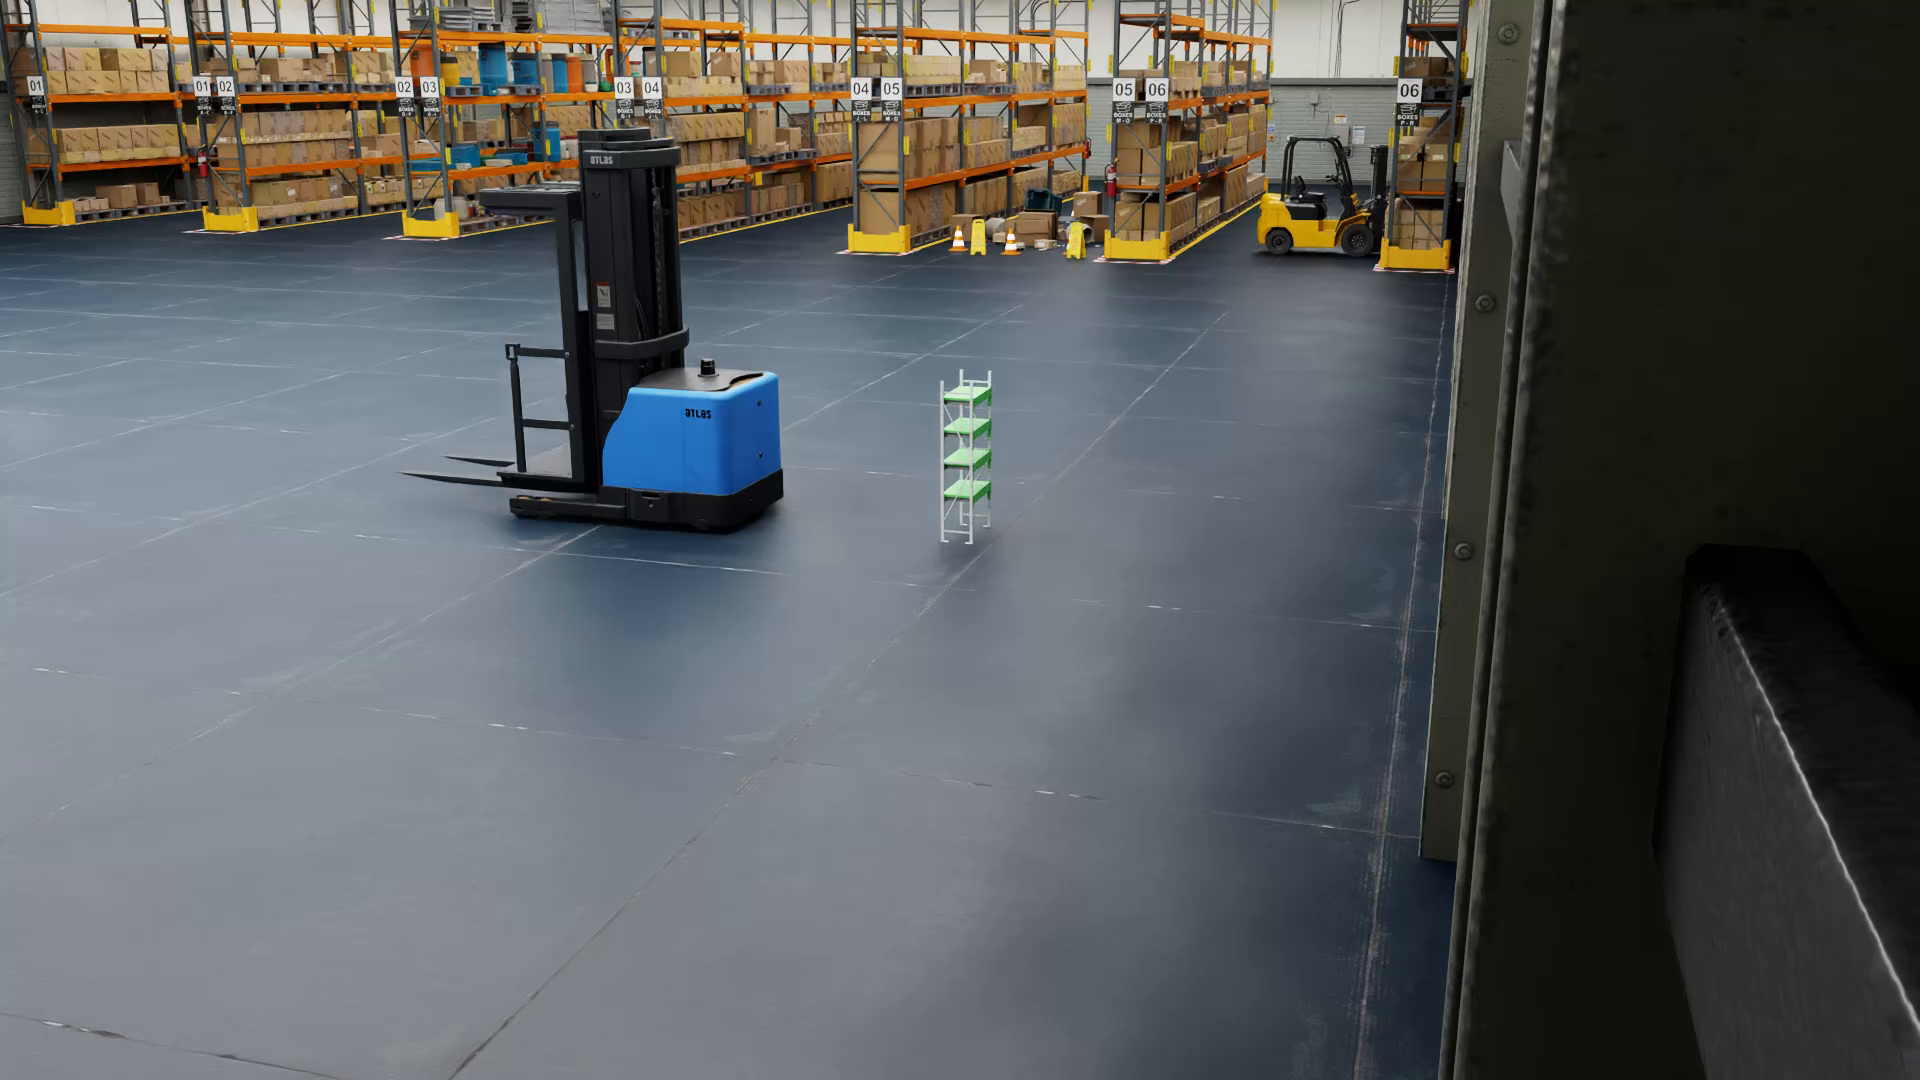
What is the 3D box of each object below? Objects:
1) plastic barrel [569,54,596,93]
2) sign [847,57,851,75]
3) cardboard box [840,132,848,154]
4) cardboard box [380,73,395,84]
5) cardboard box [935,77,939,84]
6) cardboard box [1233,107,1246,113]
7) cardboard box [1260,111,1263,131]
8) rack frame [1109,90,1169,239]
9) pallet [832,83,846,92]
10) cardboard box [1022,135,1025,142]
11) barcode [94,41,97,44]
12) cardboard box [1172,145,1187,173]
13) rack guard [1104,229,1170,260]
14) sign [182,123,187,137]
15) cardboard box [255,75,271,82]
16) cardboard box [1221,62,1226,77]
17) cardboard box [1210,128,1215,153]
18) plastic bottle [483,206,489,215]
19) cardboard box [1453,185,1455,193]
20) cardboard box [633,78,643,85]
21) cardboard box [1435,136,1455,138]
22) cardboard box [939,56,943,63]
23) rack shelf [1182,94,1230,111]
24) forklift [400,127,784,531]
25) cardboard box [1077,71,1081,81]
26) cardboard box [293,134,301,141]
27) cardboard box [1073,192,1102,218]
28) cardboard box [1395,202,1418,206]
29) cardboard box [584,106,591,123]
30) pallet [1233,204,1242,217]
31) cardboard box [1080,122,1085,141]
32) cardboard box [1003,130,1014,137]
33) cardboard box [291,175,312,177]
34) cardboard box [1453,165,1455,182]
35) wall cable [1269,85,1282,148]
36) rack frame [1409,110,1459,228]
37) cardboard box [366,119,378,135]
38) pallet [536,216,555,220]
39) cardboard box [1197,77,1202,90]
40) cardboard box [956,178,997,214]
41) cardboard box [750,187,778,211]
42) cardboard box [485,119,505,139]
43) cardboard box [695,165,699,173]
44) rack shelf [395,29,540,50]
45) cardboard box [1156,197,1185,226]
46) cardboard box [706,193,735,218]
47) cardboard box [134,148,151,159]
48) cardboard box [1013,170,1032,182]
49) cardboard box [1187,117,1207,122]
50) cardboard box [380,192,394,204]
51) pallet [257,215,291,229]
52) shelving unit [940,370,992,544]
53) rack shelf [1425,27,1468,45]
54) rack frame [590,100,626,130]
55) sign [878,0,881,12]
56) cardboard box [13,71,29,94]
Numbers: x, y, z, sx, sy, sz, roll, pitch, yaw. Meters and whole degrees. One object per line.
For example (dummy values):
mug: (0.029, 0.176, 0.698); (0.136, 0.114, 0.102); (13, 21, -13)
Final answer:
plastic barrel: (-9.183, -11.360, 40.467); (0.600, 0.901, 0.600); (0, 16, 0)
sign: (-2.055, -8.862, 31.102); (0.100, 0.325, 0.005); (5, 16, 16)
cardboard box: (-3.163, -10.044, 42.059); (0.500, 0.500, 0.500); (5, 16, 16)
cardboard box: (-14.024, -11.281, 40.612); (0.500, 0.250, 0.500); (3, 16, 11)
cardboard box: (-0.632, -9.085, 32.873); (0.380, 0.149, 0.250); (5, 16, 16)
cardboard box: (6.984, -10.671, 41.251); (0.380, 0.149, 0.250); (4, 16, 15)
cardboard box: (7.610, -10.930, 43.353); (0.500, 0.500, 0.500); (5, 16, 16)
rack frame: (3.236, -6.628, 30.200); (1.000, 3.000, 0.127); (5, 16, 16)
pallet: (-3.545, -11.307, 41.546); (1.003, 0.211, 1.213); (5, 17, 18)
cardboard box: (1.355, -9.686, 40.127); (0.380, 0.149, 0.250); (5, 16, 16)
barcode: (-20.184, -11.622, 38.829); (0.001, 0.075, 0.075); (5, 16, 16)
cardboard box: (4.061, -7.325, 31.927); (0.500, 0.500, 0.500); (4, 16, 15)
rack guard: (3.257, -5.445, 30.611); (1.175, 0.500, 0.348); (5, 16, 16)
sign: (-18.854, -9.972, 40.403); (0.100, 0.325, 0.005); (5, 16, 16)
cardboard box: (-15.259, -10.051, 36.207); (0.380, 0.149, 0.250); (5, 16, 16)
cardboard box: (6.117, -11.253, 40.055); (0.500, 0.500, 0.500); (4, 16, 15)
cardboard box: (5.076, -8.428, 35.047); (0.500, 0.500, 0.500); (5, 16, 16)
plastic bottle: (-10.530, -7.384, 37.050); (0.152, 0.276, 0.135); (5, 16, 16)
cardboard box: (10.817, -7.828, 37.054); (0.380, 0.149, 0.250); (5, 17, 18)
cardboard box: (-6.486, -9.056, 32.808); (0.380, 0.149, 0.250); (5, 16, 16)
cardboard box: (9.331, -7.687, 32.016); (0.380, 0.149, 0.250); (5, 16, 16)
cardboard box: (-0.560, -9.537, 33.007); (0.380, 0.149, 0.250); (4, 16, 15)
rack shelf: (4.941, -9.295, 35.423); (1.077, 0.370, 4.000); (5, 16, 16)
forklift: (-2.983, -1.697, 12.943); (3.031, 2.935, 1.130); (5, 17, 18)
cardboard box: (2.977, -12.509, 44.795); (0.500, 0.250, 0.500); (4, 16, 14)
cardboard box: (-15.007, -9.014, 37.240); (0.380, 0.149, 0.250); (5, 17, 16)
cardboard box: (2.657, -6.966, 34.587); (0.500, 0.500, 0.500); (5, 16, 16)
cardboard box: (8.252, -6.148, 30.944); (0.500, 0.250, 0.500); (4, 16, 15)
cardboard box: (-11.221, -12.611, 49.278); (0.500, 0.500, 0.500); (5, 17, 17)
pallet: (6.154, -7.898, 39.788); (1.003, 0.211, 1.213); (5, 16, 16)
cardboard box: (3.127, -11.225, 45.679); (0.500, 0.500, 0.500); (5, 17, 17)
cardboard box: (1.053, -9.553, 39.113); (0.380, 0.149, 0.250); (5, 16, 16)
cardboard box: (-15.192, -8.224, 38.721); (0.500, 0.500, 0.500); (5, 16, 16)
cardboard box: (8.983, -6.936, 31.103); (0.500, 0.500, 0.500); (4, 16, 14)
wall cable: (9.363, -12.795, 50.023); (0.585, 1.953, 0.123); (5, 16, 16)
rack frame: (10.269, -8.337, 36.226); (1.000, 3.000, 0.127); (5, 16, 16)
cardboard box: (-16.992, -11.749, 47.489); (0.500, 0.500, 0.500); (4, 16, 15)
pallet: (-9.692, -7.694, 39.069); (1.003, 0.211, 1.213); (5, 16, 16)
cardboard box: (4.505, -9.052, 32.978); (0.500, 0.250, 0.500); (4, 16, 15)
cardboard box: (0.230, -7.817, 37.745); (1.050, 0.750, 0.750); (5, 17, 17)
cardboard box: (-4.622, -7.881, 38.392); (0.700, 0.500, 0.500); (3, 16, 11)
cardboard box: (-12.836, -11.264, 45.592); (0.700, 0.500, 0.500); (7, 17, 25)
cardboard box: (-5.607, -7.659, 34.296); (0.380, 0.149, 0.250); (5, 16, 16)
rack shelf: (-10.446, -10.652, 35.443); (1.077, 0.370, 4.000); (5, 16, 16)
cardboard box: (4.031, -6.332, 32.050); (0.500, 0.500, 0.500); (5, 17, 17)
cardboard box: (-5.281, -7.341, 36.525); (0.500, 0.500, 0.500); (4, 16, 14)
cardboard box: (-19.498, -9.123, 39.234); (0.500, 0.250, 0.500); (5, 16, 16)
cardboard box: (1.460, -8.861, 40.511); (0.500, 0.250, 0.500); (5, 17, 16)
cardboard box: (5.405, -9.406, 37.978); (0.500, 0.500, 0.500); (4, 16, 14)
cardboard box: (-14.127, -8.311, 40.404); (0.500, 0.250, 0.500); (5, 17, 17)
pallet: (-15.585, -7.028, 36.719); (1.003, 0.211, 1.213); (5, 16, 16)
shelving unit: (0.047, -0.621, 12.318); (0.258, 1.200, 0.503); (5, 16, 16)
rack shelf: (11.974, -12.445, 41.040); (1.077, 0.370, 4.000); (5, 16, 16)
rack frame: (-8.741, -9.874, 41.643); (1.000, 3.000, 0.127); (5, 16, 16)
sign: (-2.249, -15.039, 46.858); (0.100, 0.325, 0.005); (5, 16, 16)
cardboard box: (-20.637, -10.178, 37.001); (0.500, 0.500, 0.500); (6, 17, 20)
